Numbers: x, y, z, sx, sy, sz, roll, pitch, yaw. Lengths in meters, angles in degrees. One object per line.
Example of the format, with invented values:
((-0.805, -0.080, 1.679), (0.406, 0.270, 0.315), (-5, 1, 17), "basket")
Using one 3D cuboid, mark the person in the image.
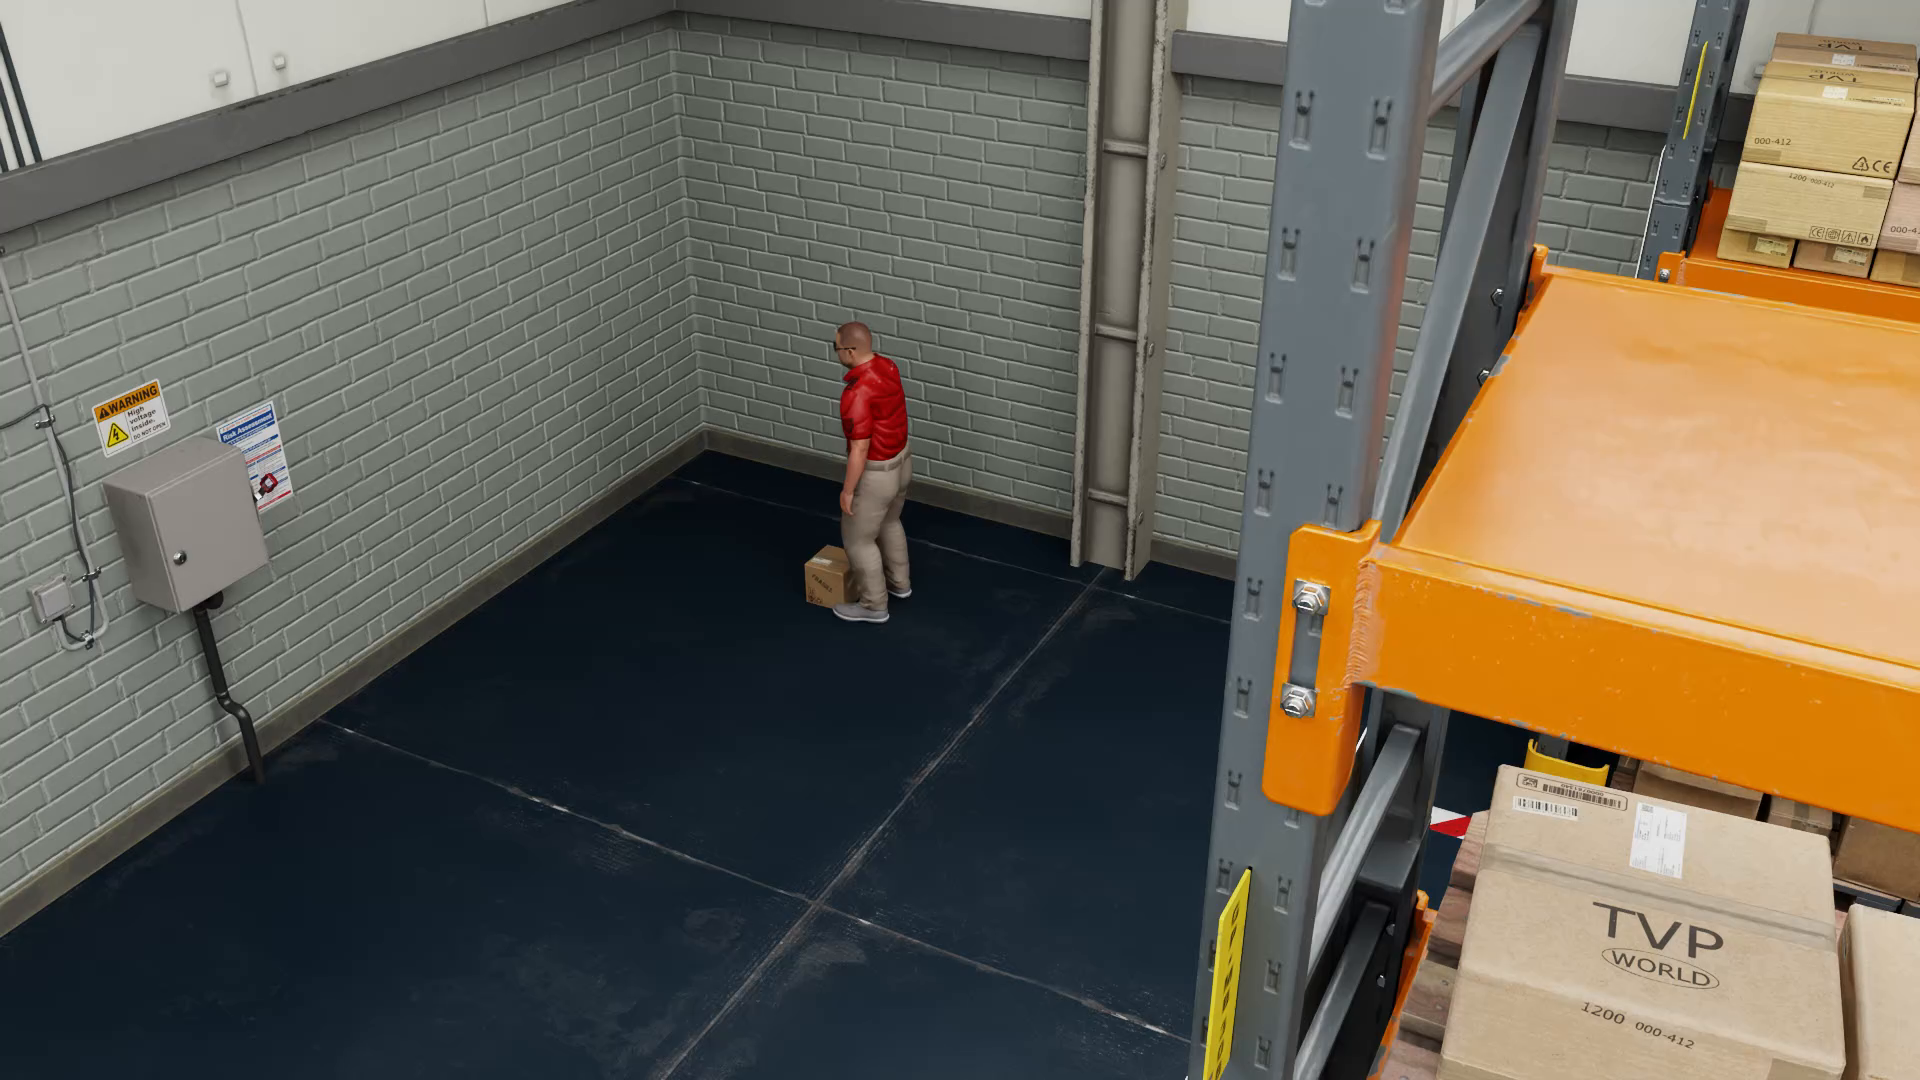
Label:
((-0.475, -0.367, 8.946), (0.394, 1.726, 0.605), (12, 32, 20), "person")
